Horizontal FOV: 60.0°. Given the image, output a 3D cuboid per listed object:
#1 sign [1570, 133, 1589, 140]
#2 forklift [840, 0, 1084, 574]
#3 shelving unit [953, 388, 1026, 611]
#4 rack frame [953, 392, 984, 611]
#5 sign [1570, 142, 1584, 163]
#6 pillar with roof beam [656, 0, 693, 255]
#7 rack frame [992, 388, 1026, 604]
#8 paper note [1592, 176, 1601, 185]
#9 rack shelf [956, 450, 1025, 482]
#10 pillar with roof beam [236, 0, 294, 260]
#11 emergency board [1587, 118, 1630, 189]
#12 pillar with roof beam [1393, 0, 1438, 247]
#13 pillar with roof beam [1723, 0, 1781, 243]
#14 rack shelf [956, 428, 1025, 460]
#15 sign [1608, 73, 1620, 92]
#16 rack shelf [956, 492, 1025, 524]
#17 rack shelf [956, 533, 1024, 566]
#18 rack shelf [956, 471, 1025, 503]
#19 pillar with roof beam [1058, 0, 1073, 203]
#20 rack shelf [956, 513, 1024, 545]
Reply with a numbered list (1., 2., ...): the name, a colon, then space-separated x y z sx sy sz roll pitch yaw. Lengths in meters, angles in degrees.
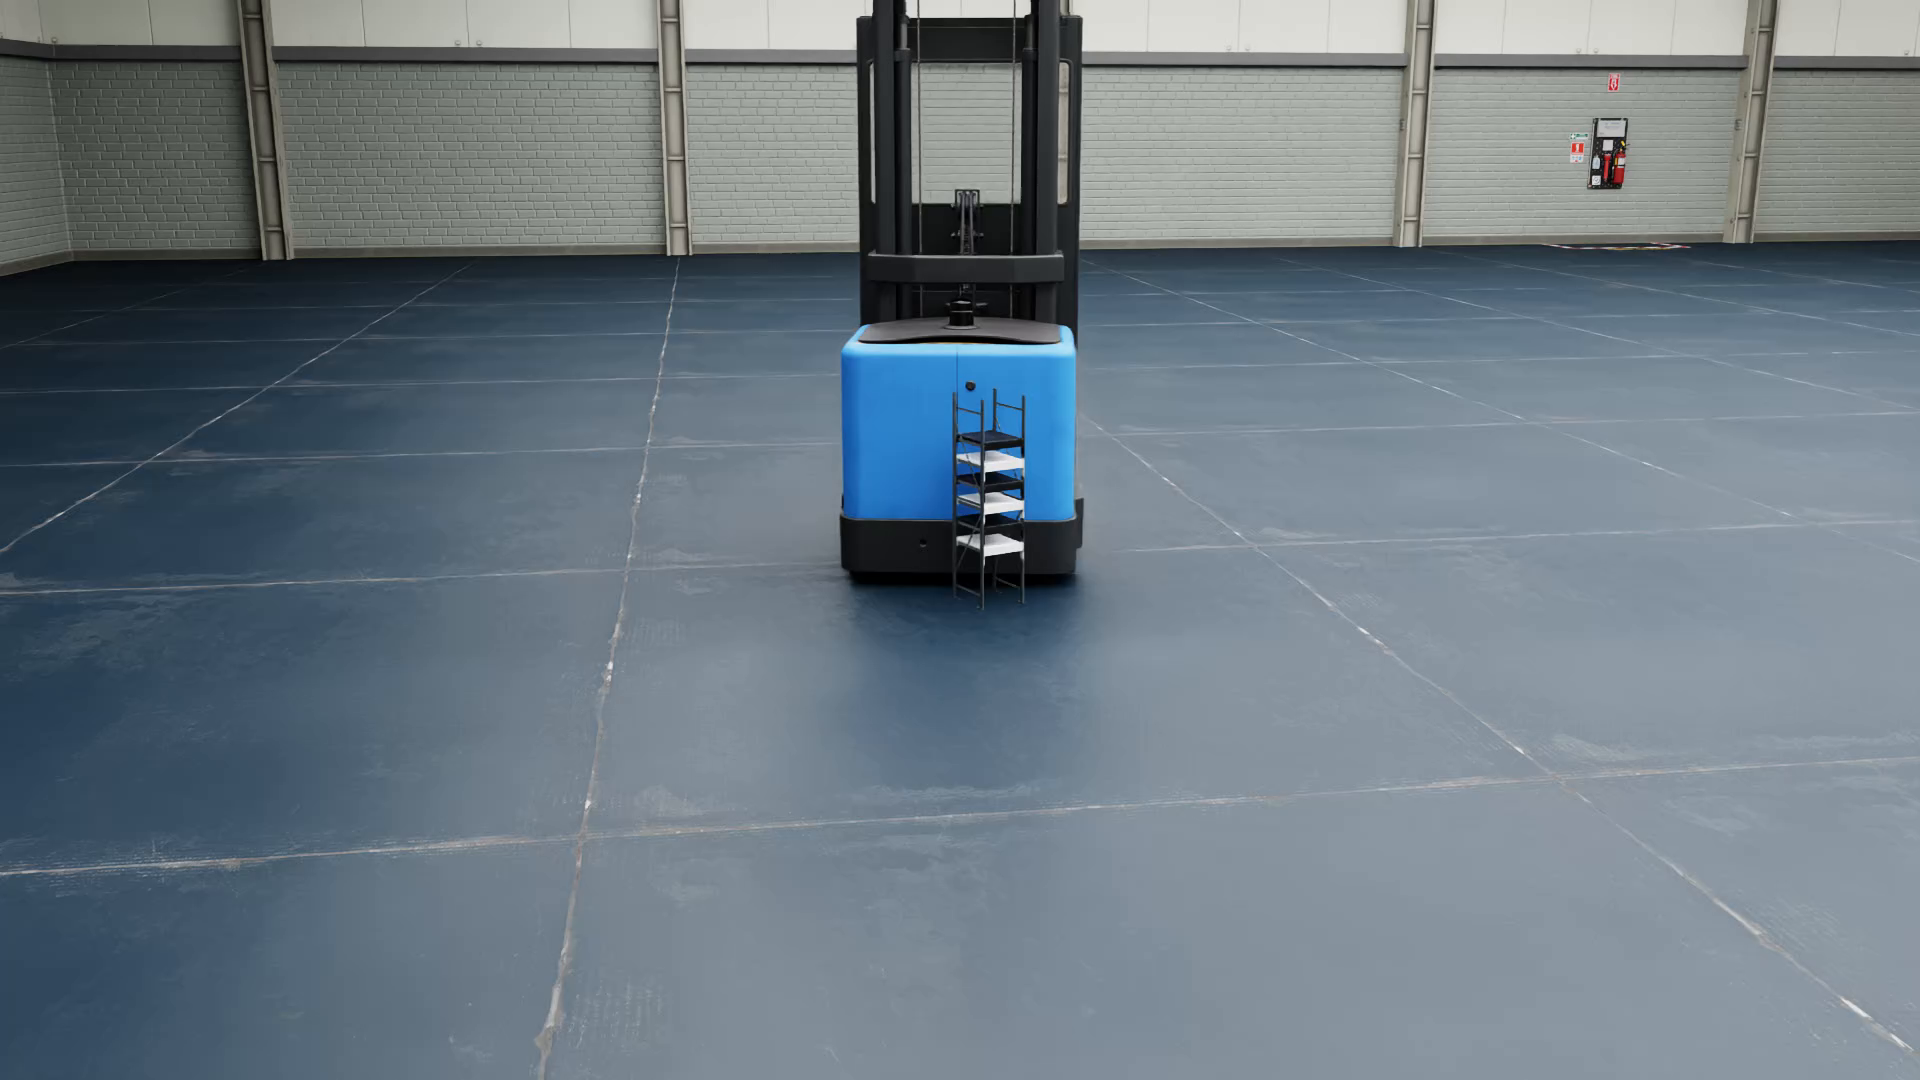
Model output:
1. sign: 10.399 -6.781 27.930 0.331 0.109 0.001 -2 14 -8
2. forklift: 0.058 -1.573 8.468 1.130 2.935 3.031 1 14 3
3. shelving unit: 0.121 -0.175 7.068 0.210 0.900 0.258 -9 16 -31
4. rack frame: 0.034 -0.162 7.016 0.006 0.900 0.240 -9 16 -31
5. sign: 10.394 -6.526 28.002 0.234 0.329 0.001 -2 14 -8
6. pillar with roof beam: -3.753 -7.806 20.848 0.400 9.000 9.100 -2 14 -8
7. rack frame: 0.207 -0.188 7.120 0.006 0.900 0.240 -9 16 -31
8. paper note: 10.770 -6.086 28.135 0.142 0.148 0.016 -2 14 -8
9. rack shelf: 0.121 -0.317 7.032 0.200 0.077 0.258 -9 16 -31
10. pillar with roof beam: -9.686 -7.588 19.981 0.400 9.000 9.100 -2 14 -8
11. emergency board: 10.956 -6.503 27.988 0.643 1.169 0.194 -2 14 -8
12. pillar with roof beam: 8.113 -8.241 22.582 0.400 9.000 9.100 -2 14 -8
13. pillar with roof beam: 14.046 -8.458 23.449 0.400 9.000 9.100 -2 14 -8
14. rack shelf: 0.121 -0.404 7.011 0.200 0.077 0.258 -9 16 -31
15. sign: 10.933 -7.652 27.800 0.199 0.298 0.001 -2 14 -8
16. rack shelf: 0.121 -0.142 7.076 0.200 0.077 0.258 -9 16 -31
17. rack shelf: 0.121 0.032 7.120 0.200 0.077 0.258 -9 16 -31
18. rack shelf: 0.121 -0.230 7.054 0.200 0.077 0.258 -9 16 -31
19. pillar with roof beam: 2.180 -8.023 21.715 0.400 9.000 9.100 -2 14 -8
20. rack shelf: 0.121 -0.055 7.098 0.200 0.077 0.258 -9 16 -31
